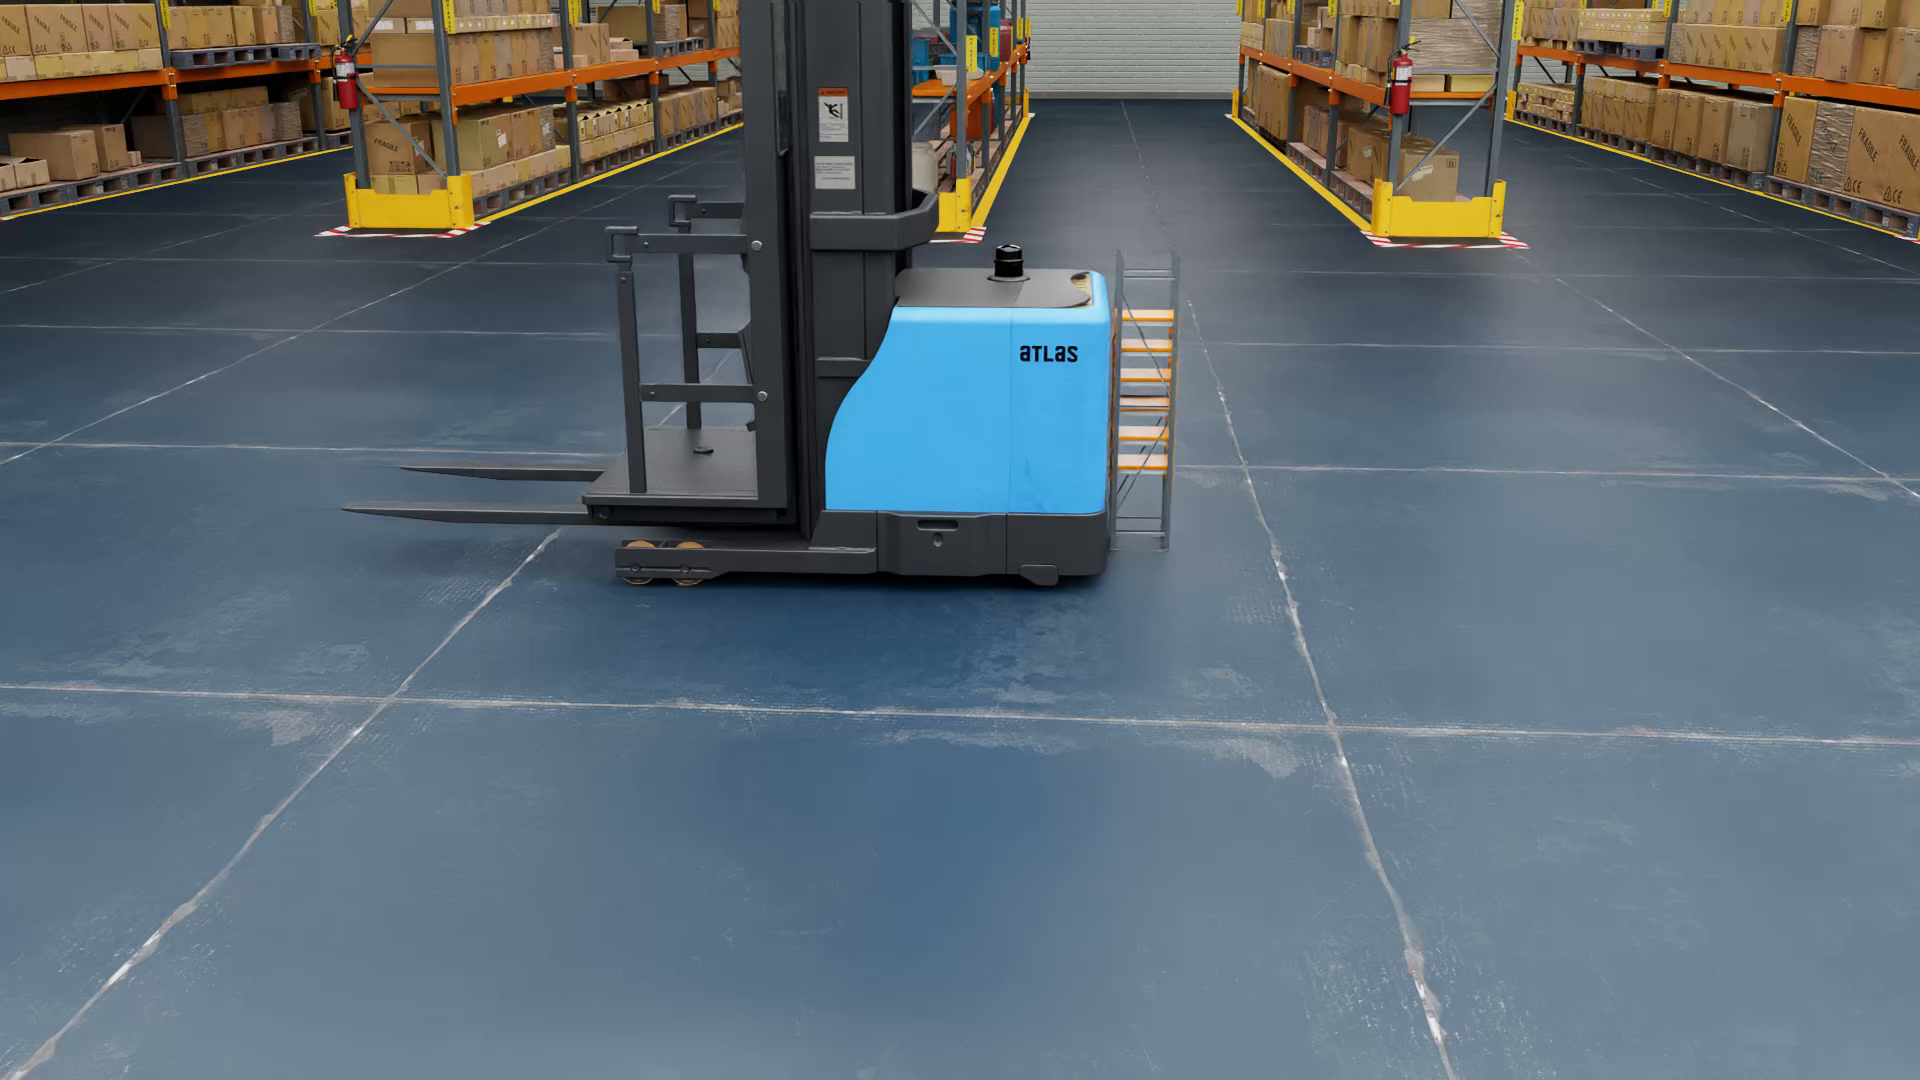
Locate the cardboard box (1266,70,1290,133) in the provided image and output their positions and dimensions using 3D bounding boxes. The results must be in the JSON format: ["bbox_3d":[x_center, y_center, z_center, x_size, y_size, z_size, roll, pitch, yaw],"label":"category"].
[{"bbox_3d":[5.214,-6.465,24.574,1.225,0.875,0.875,1,18,4],"label":"cardboard box"}]

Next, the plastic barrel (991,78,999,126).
[{"bbox_3d":[0.312,-6.951,26.016,0.600,0.901,0.708,1,18,4],"label":"plastic barrel"}]

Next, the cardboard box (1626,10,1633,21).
[{"bbox_3d":[9.644,-7.410,23.494,0.380,0.149,0.250,2,18,6],"label":"cardboard box"}]

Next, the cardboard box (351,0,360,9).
[{"bbox_3d":[-9.391,-8.129,25.038,0.500,0.250,0.500,1,18,4],"label":"cardboard box"}]

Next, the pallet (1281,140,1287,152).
[{"bbox_3d":[5.203,-5.703,23.987,1.003,0.211,1.213,1,18,4],"label":"pallet"}]

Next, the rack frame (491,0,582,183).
[{"bbox_3d":[-5.096,-5.764,19.698,1.000,3.000,0.127,1,18,4],"label":"rack frame"}]

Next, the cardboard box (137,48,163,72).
[{"bbox_3d":[-9.768,-5.658,19.583,0.500,0.250,0.500,1,18,4],"label":"cardboard box"}]

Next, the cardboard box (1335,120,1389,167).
[{"bbox_3d":[4.850,-4.754,19.921,0.700,0.500,0.500,0,18,0],"label":"cardboard box"}]

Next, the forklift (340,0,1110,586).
[{"bbox_3d":[-0.925,-1.379,6.425,3.031,2.935,1.130,1,18,3],"label":"forklift"}]

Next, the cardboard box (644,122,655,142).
[{"bbox_3d":[-4.603,-5.731,23.337,0.500,0.250,0.500,2,18,5],"label":"cardboard box"}]

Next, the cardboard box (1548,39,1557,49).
[{"bbox_3d":[10.126,-8.346,27.981,0.380,0.149,0.250,2,18,5],"label":"cardboard box"}]

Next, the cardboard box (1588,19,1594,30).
[{"bbox_3d":[9.777,-7.833,25.264,0.380,0.149,0.250,2,18,5],"label":"cardboard box"}]

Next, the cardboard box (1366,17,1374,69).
[{"bbox_3d":[4.560,-4.971,16.639,0.875,0.500,0.500,1,18,4],"label":"cardboard box"}]

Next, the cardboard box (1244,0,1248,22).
[{"bbox_3d":[5.306,-9.397,29.344,0.500,0.500,0.500,1,18,3],"label":"cardboard box"}]

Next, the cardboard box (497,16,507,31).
[{"bbox_3d":[-5.028,-5.472,17.604,0.380,0.149,0.250,1,18,4],"label":"cardboard box"}]

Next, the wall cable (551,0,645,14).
[{"bbox_3d":[-8.415,-12.725,36.292,3.097,2.526,0.112,1,18,4],"label":"wall cable"}]

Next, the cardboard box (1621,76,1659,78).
[{"bbox_3d":[10.497,-7.016,25.653,0.500,0.250,0.500,1,18,2],"label":"cardboard box"}]

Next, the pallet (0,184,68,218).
[{"bbox_3d":[-10.225,-3.582,17.515,1.003,0.211,1.213,1,18,4],"label":"pallet"}]

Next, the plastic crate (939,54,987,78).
[{"bbox_3d":[0.036,-5.232,18.313,0.499,0.251,0.616,1,18,4],"label":"plastic crate"}]

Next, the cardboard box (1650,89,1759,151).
[{"bbox_3d":[9.878,-5.586,22.091,1.050,0.750,0.750,1,18,3],"label":"cardboard box"}]

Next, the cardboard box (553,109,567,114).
[{"bbox_3d":[-5.283,-5.373,21.343,0.500,0.311,0.500,1,18,4],"label":"cardboard box"}]

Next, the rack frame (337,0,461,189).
[{"bbox_3d":[-5.382,-4.522,15.907,1.000,3.000,0.127,1,18,4],"label":"rack frame"}]

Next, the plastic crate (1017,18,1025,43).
[{"bbox_3d":[0.867,-9.317,30.386,0.616,0.435,0.499,1,18,4],"label":"plastic crate"}]

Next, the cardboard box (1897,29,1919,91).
[{"bbox_3d":[9.437,-4.517,15.649,0.875,0.550,0.550,1,18,4],"label":"cardboard box"}]

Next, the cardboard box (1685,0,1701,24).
[{"bbox_3d":[9.970,-7.026,21.781,0.700,0.500,0.500,1,18,4],"label":"cardboard box"}]

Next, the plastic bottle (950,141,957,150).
[{"bbox_3d":[-0.058,-4.400,19.081,0.144,0.351,0.185,1,18,4],"label":"plastic bottle"}]

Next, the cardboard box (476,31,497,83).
[{"bbox_3d":[-5.262,-5.032,17.301,0.700,0.500,0.500,1,18,4],"label":"cardboard box"}]

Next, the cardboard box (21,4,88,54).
[{"bbox_3d":[-9.876,-5.542,18.023,0.500,0.500,0.500,2,18,6],"label":"cardboard box"}]

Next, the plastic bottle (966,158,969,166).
[{"bbox_3d":[0.045,-4.080,18.231,0.097,0.271,0.097,0,18,0],"label":"plastic bottle"}]

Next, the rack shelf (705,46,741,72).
[{"bbox_3d":[-4.379,-8.528,29.289,1.077,0.370,4.000,1,18,4],"label":"rack shelf"}]

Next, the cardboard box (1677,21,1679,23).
[{"bbox_3d":[10.298,-7.255,23.499,0.380,0.149,0.250,1,18,4],"label":"cardboard box"}]

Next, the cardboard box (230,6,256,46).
[{"bbox_3d":[-9.841,-6.839,22.111,0.700,0.500,0.500,1,18,4],"label":"cardboard box"}]

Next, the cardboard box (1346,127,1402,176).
[{"bbox_3d":[4.716,-4.431,18.967,0.500,0.500,0.500,1,18,2],"label":"cardboard box"}]

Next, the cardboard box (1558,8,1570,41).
[{"bbox_3d":[10.090,-8.391,27.077,0.500,0.500,0.500,1,18,2],"label":"cardboard box"}]

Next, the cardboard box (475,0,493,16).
[{"bbox_3d":[-5.265,-5.667,17.158,0.700,0.500,0.500,1,18,4],"label":"cardboard box"}]

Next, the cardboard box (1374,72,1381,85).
[{"bbox_3d":[4.386,-4.662,16.738,0.380,0.149,0.250,1,18,4],"label":"cardboard box"}]

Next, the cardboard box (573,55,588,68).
[{"bbox_3d":[-4.828,-5.916,20.563,0.380,0.149,0.250,1,18,4],"label":"cardboard box"}]

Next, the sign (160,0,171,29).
[{"bbox_3d":[-9.495,-6.276,19.868,0.100,0.325,0.005,1,18,4],"label":"sign"}]

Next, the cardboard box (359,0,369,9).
[{"bbox_3d":[-9.360,-8.287,25.522,0.500,0.250,0.500,1,18,3],"label":"cardboard box"}]

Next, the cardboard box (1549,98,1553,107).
[{"bbox_3d":[10.166,-7.382,28.060,0.380,0.149,0.250,0,18,1],"label":"cardboard box"}]

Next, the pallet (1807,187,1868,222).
[{"bbox_3d":[9.508,-3.461,17.145,1.003,0.211,1.213,1,18,4],"label":"pallet"}]

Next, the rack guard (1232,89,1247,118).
[{"bbox_3d":[5.647,-8.089,30.806,1.175,0.500,0.348,1,18,4],"label":"rack guard"}]

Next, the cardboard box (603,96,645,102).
[{"bbox_3d":[-4.976,-6.324,24.713,0.500,0.500,0.500,2,18,6],"label":"cardboard box"}]

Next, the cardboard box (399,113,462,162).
[{"bbox_3d":[-5.584,-4.256,17.630,0.500,0.500,0.500,1,18,4],"label":"cardboard box"}]

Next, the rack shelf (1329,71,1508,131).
[{"bbox_3d":[4.642,-4.579,17.236,1.077,0.370,4.000,1,18,4],"label":"rack shelf"}]

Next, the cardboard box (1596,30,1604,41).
[{"bbox_3d":[9.739,-7.532,24.821,0.380,0.149,0.250,0,18,1],"label":"cardboard box"}]

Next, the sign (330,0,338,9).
[{"bbox_3d":[-5.923,-5.201,15.740,0.100,0.325,0.005,1,18,4],"label":"sign"}]

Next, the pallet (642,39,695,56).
[{"bbox_3d":[-4.674,-7.520,25.363,1.003,0.211,1.213,1,18,4],"label":"pallet"}]

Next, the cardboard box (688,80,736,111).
[{"bbox_3d":[-4.393,-7.856,29.382,0.797,0.503,0.637,1,18,4],"label":"cardboard box"}]

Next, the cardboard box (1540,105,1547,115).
[{"bbox_3d":[10.131,-7.336,28.397,0.380,0.149,0.250,1,18,4],"label":"cardboard box"}]

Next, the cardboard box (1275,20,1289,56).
[{"bbox_3d":[4.973,-7.465,24.727,0.500,0.500,0.500,2,18,5],"label":"cardboard box"}]

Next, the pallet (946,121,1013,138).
[{"bbox_3d":[0.321,-6.574,26.646,1.003,0.211,1.213,1,18,4],"label":"pallet"}]

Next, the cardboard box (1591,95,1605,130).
[{"bbox_3d":[9.945,-6.509,25.309,0.500,0.500,0.500,2,18,6],"label":"cardboard box"}]

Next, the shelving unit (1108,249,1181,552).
[{"bbox_3d":[0.736,-0.552,6.682,0.258,1.200,0.189,1,18,2],"label":"shelving unit"}]

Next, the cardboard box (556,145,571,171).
[{"bbox_3d":[-4.911,-4.509,19.606,0.500,0.250,0.500,1,18,4],"label":"cardboard box"}]
